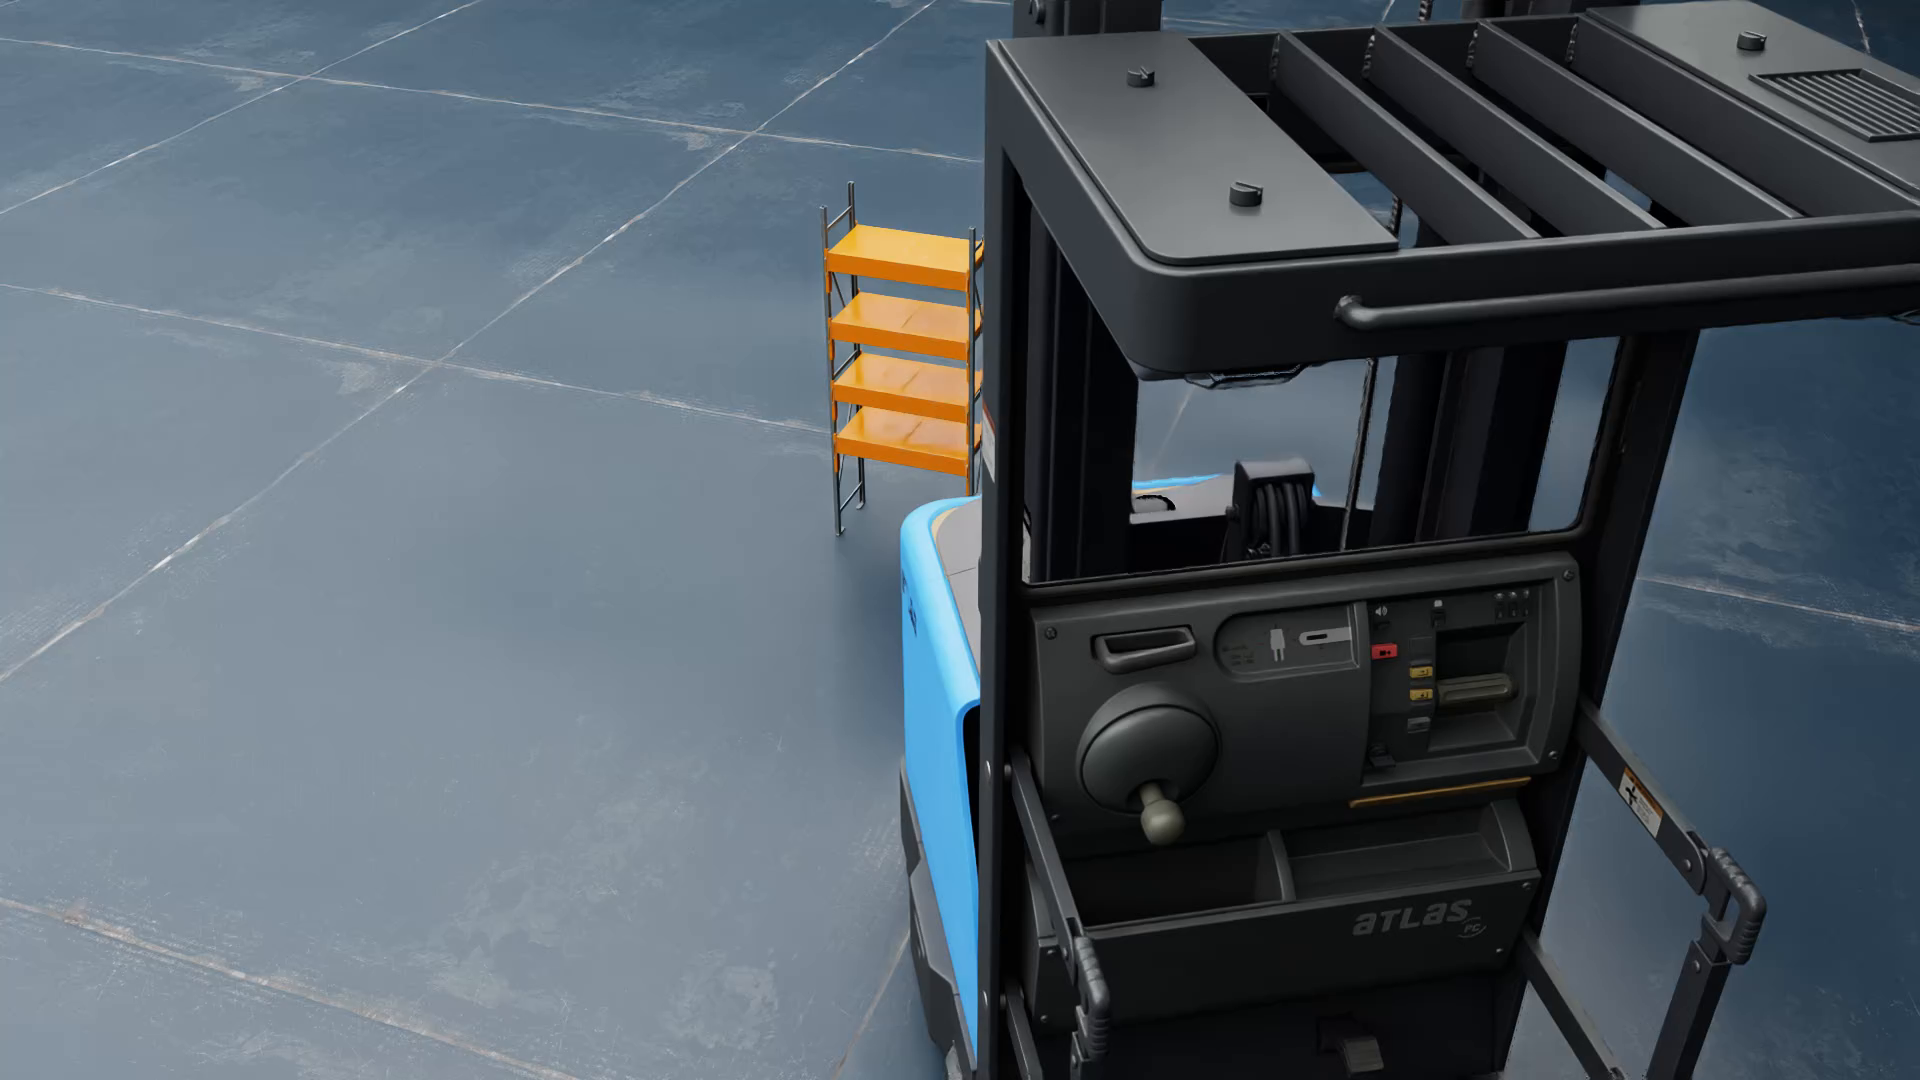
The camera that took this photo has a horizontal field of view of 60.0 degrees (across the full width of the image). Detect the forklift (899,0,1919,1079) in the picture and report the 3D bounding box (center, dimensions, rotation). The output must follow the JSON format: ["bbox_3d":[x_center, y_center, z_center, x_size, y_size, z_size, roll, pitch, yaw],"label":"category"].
[{"bbox_3d":[0.621,0.317,2.556,1.130,2.935,3.031,-6,33,-9],"label":"forklift"}]

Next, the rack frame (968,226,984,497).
[{"bbox_3d":[0.074,-0.490,5.402,0.015,1.200,0.240,11,34,16],"label":"rack frame"}]

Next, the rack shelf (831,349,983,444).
[{"bbox_3d":[-0.156,-0.478,5.508,0.480,0.148,0.258,11,34,16],"label":"rack shelf"}]

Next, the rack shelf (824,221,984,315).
[{"bbox_3d":[-0.156,-0.864,5.258,0.480,0.148,0.258,11,34,16],"label":"rack shelf"}]

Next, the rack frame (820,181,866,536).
[{"bbox_3d":[-0.386,-0.579,5.541,0.015,1.200,0.240,11,34,16],"label":"rack frame"}]

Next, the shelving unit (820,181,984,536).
[{"bbox_3d":[-0.156,-0.534,5.471,0.503,1.200,0.258,11,34,16],"label":"shelving unit"}]

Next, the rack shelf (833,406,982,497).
[{"bbox_3d":[-0.156,-0.311,5.616,0.480,0.148,0.258,11,34,16],"label":"rack shelf"}]

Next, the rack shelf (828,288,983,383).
[{"bbox_3d":[-0.156,-0.666,5.387,0.480,0.148,0.258,11,34,16],"label":"rack shelf"}]
